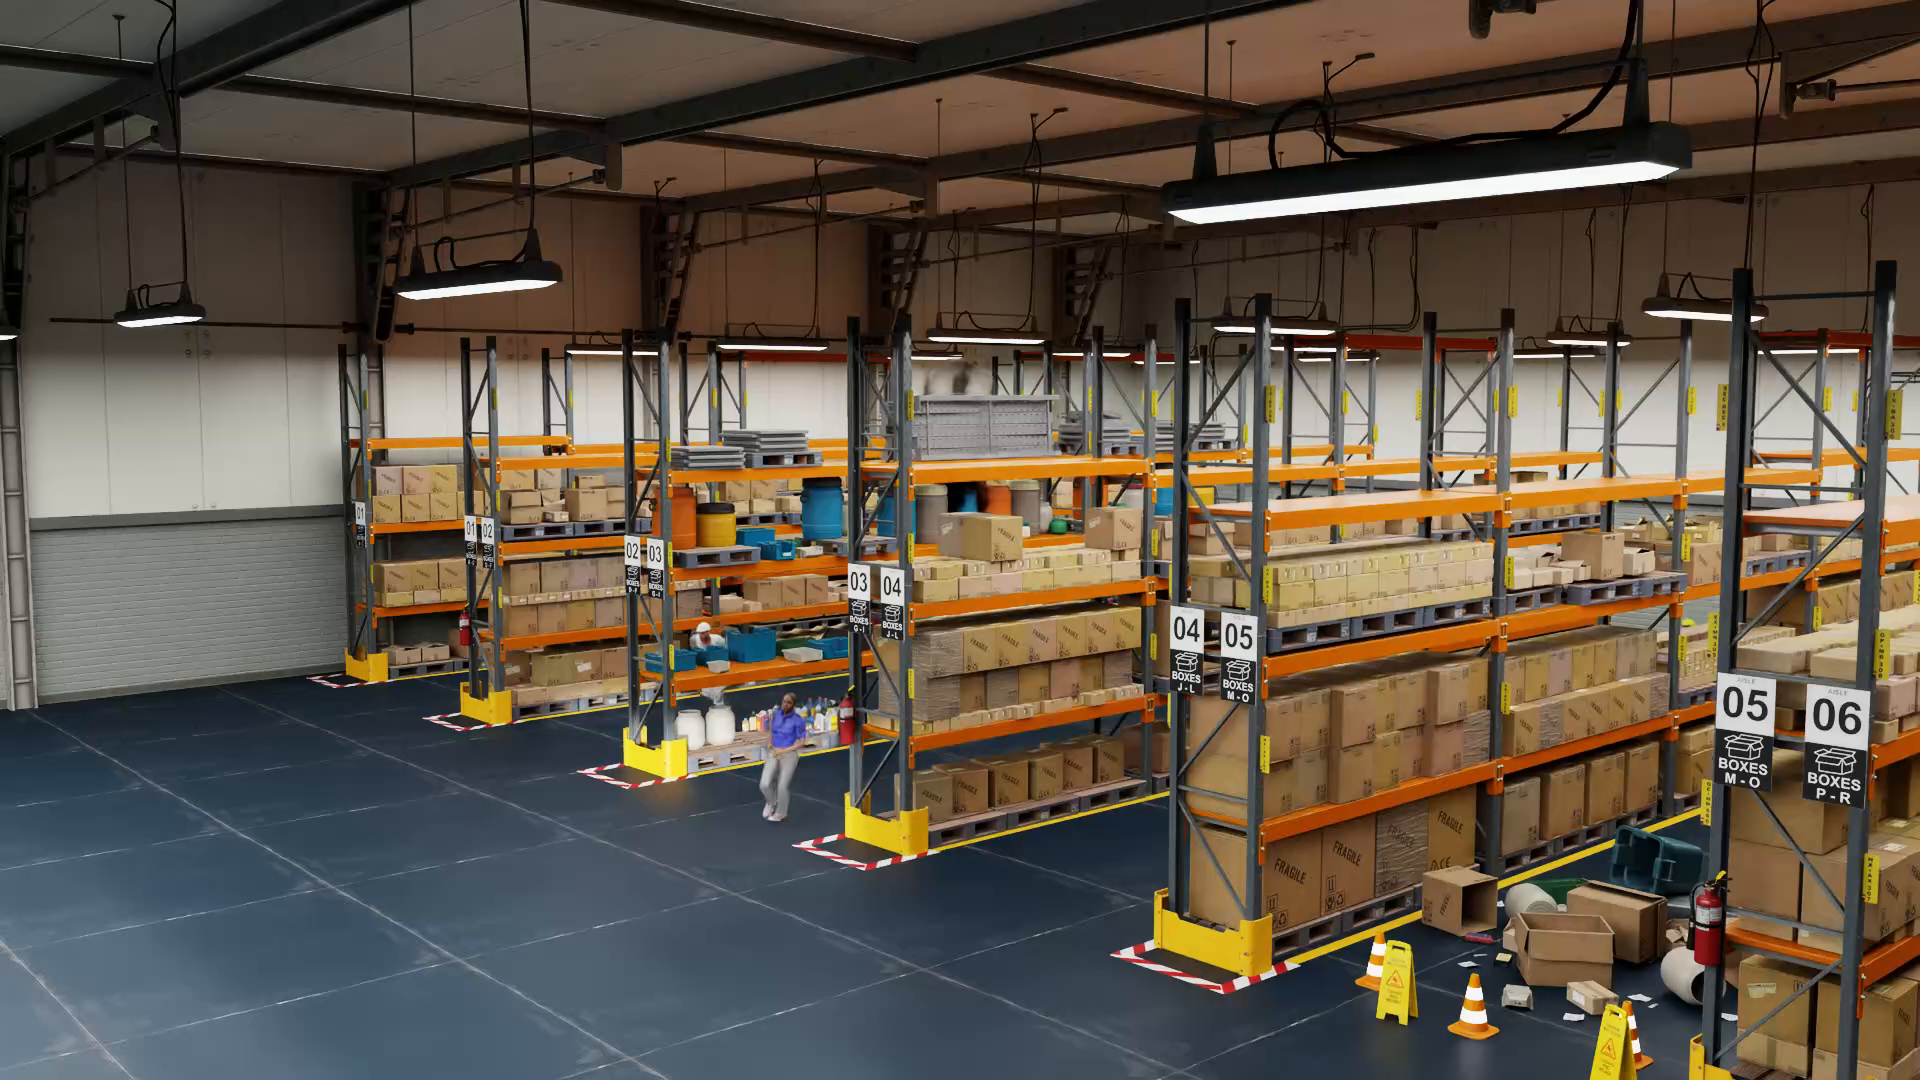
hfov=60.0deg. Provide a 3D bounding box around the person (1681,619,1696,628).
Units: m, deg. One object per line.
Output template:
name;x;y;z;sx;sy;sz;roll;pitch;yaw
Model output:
person;11.015;2.053;25.189;0.616;1.731;0.686;-4;6;-37

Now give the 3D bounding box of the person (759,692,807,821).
person;-2.110;2.598;19.803;0.627;1.581;0.580;2;5;21

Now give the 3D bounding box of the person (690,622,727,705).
person;-3.946;2.044;26.069;0.693;1.590;0.826;1;5;14
